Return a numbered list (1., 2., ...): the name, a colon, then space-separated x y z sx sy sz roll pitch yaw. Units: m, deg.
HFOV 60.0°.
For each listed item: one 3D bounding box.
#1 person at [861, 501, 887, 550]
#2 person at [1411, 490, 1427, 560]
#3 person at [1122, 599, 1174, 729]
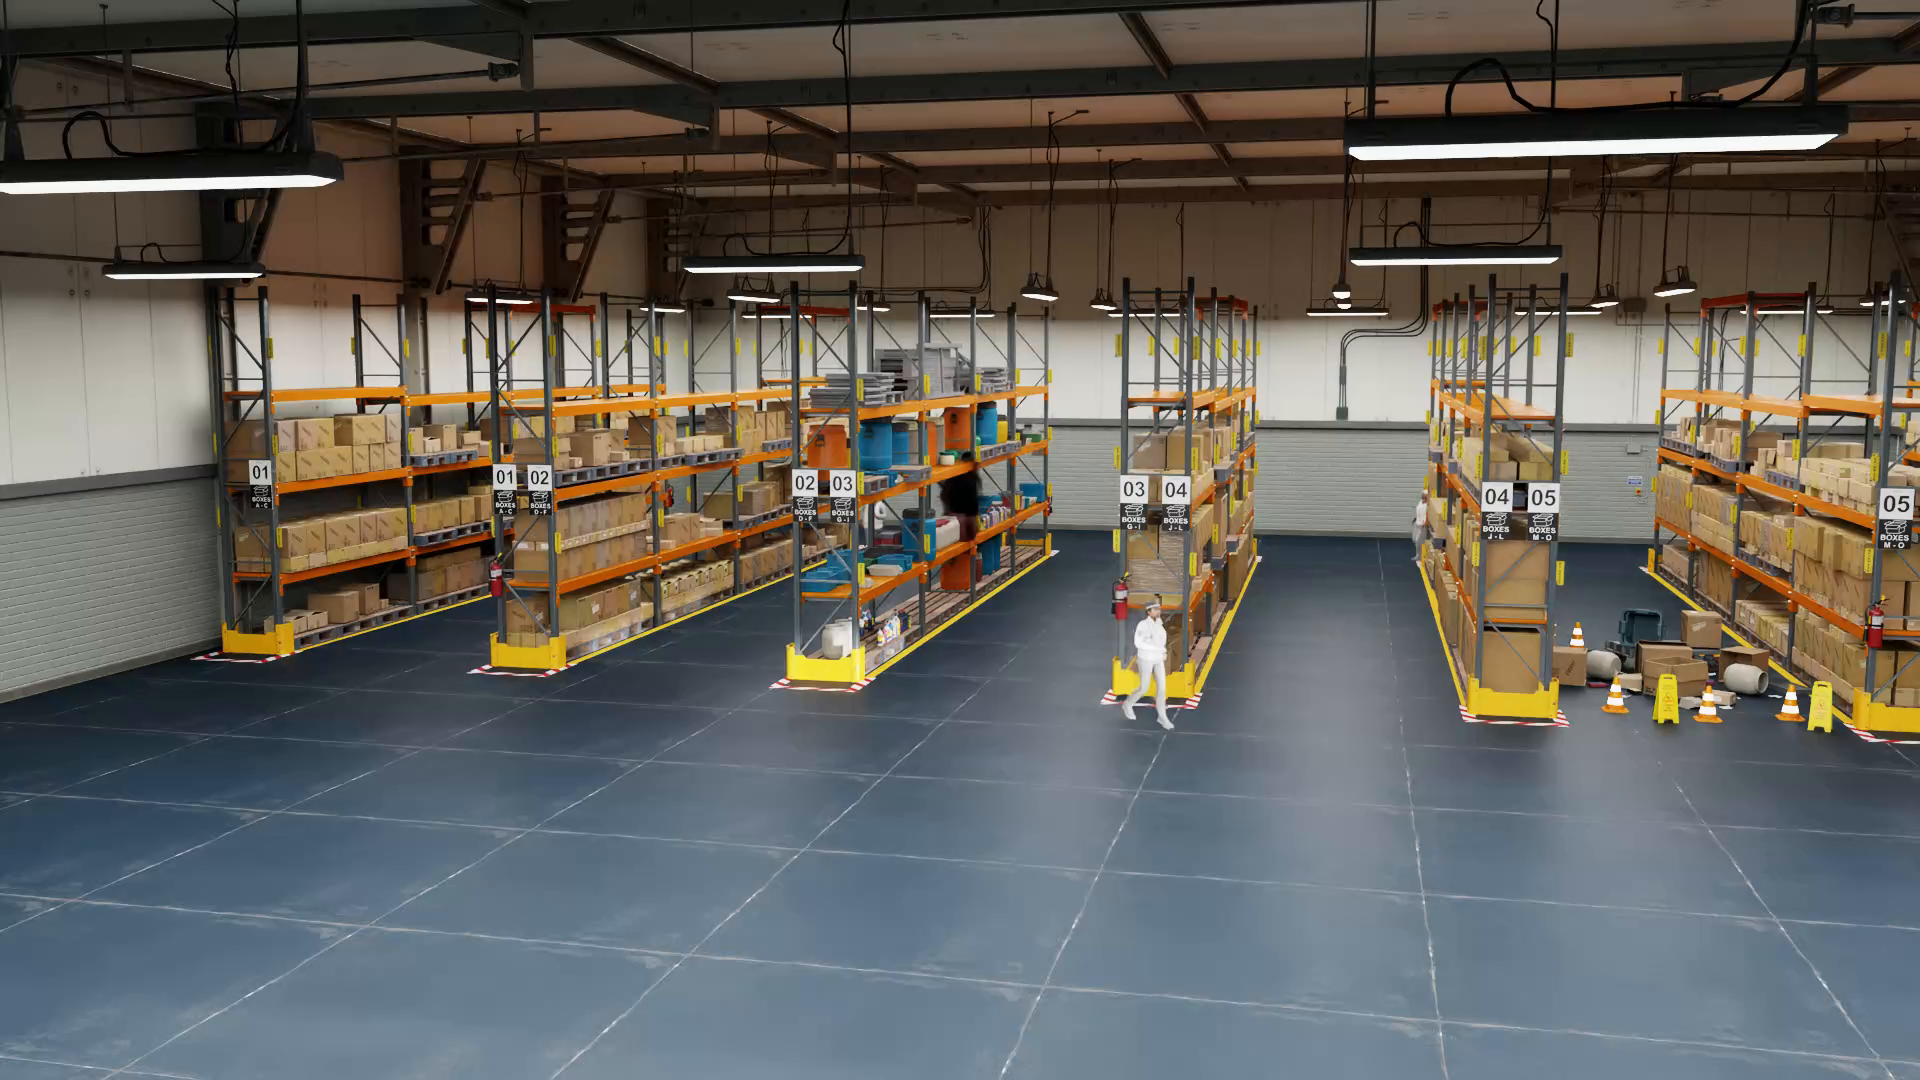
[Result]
1. person: -1.966 -0.275 38.031 0.653 1.765 0.971 1 7 9
2. person: 11.064 -0.365 39.437 0.586 1.727 0.717 -3 7 -23
3. person: 2.530 1.620 22.179 0.635 1.722 0.827 -6 9 -40
